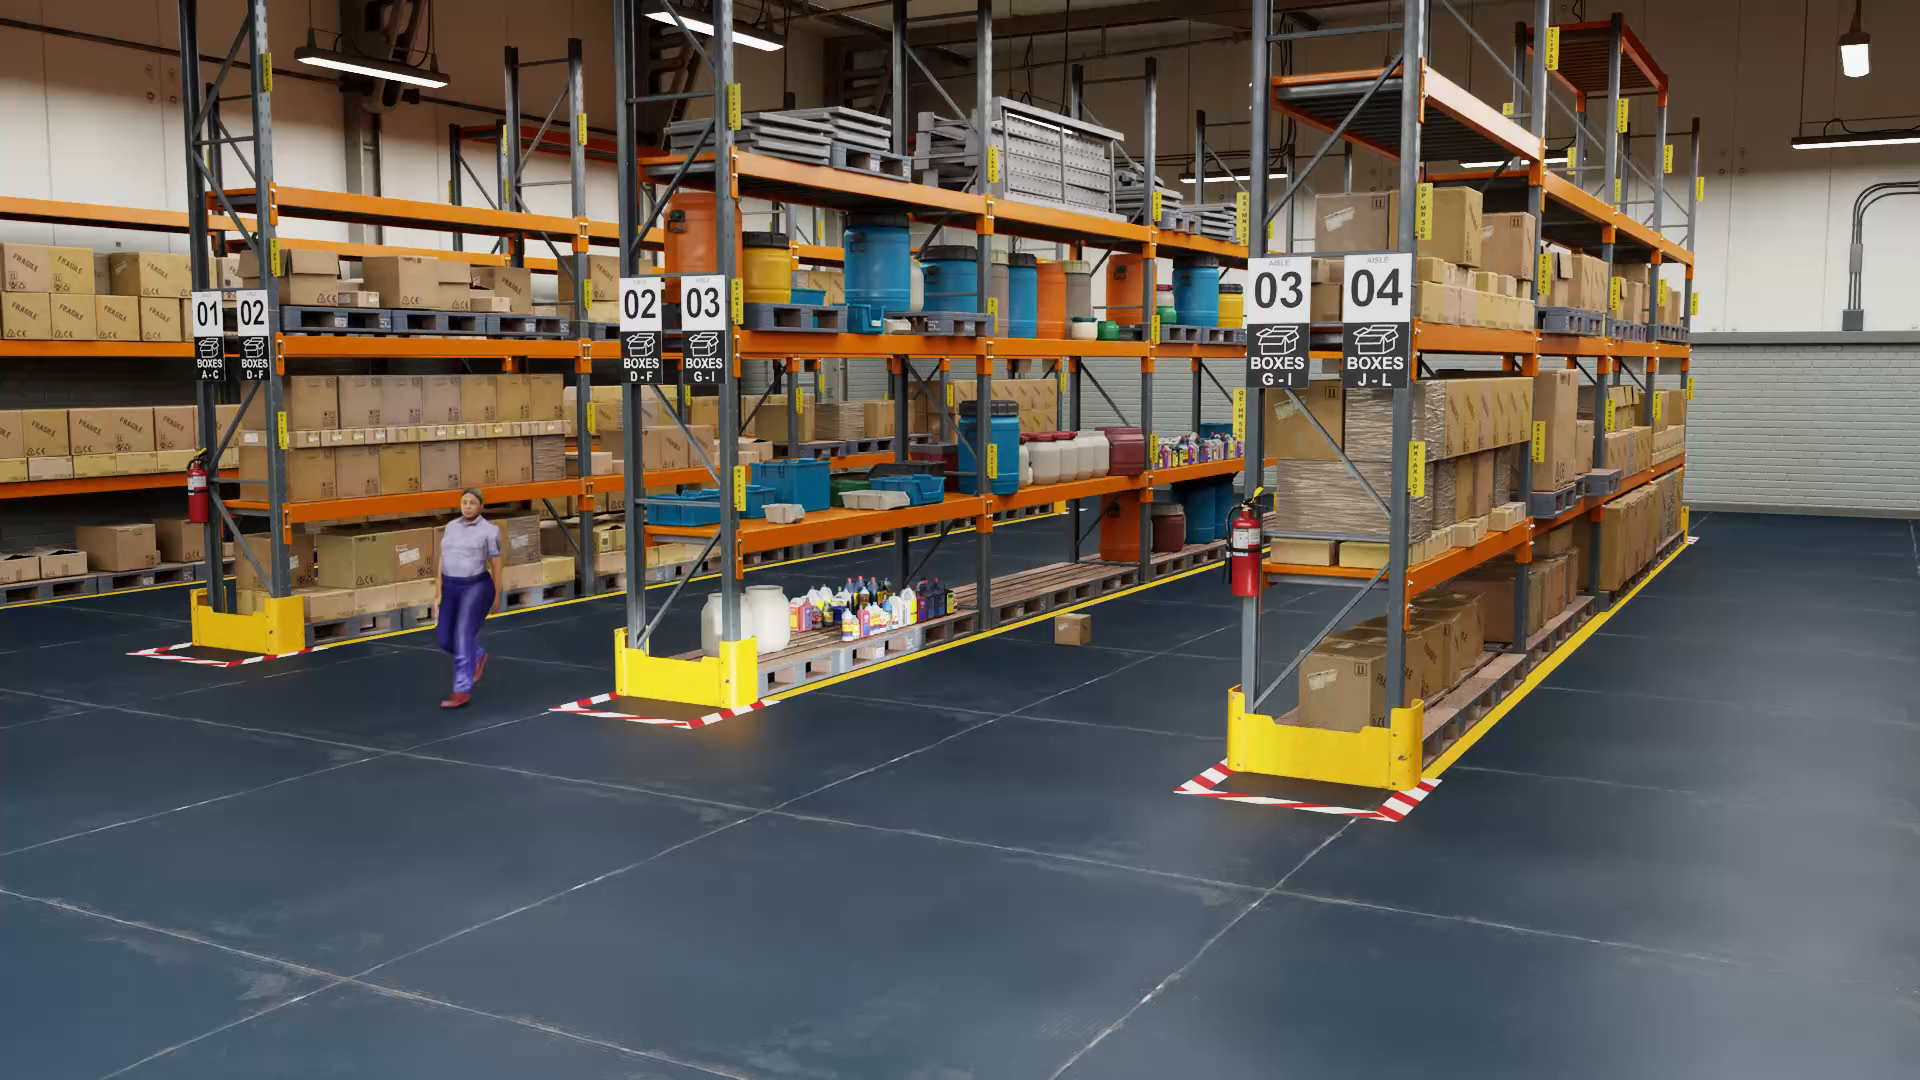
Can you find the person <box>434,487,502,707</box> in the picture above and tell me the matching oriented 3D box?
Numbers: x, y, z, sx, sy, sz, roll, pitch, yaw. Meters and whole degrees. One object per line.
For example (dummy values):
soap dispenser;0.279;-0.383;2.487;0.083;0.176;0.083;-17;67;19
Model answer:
person;-3.735;0.402;12.647;0.492;1.616;0.814;2;6;18
